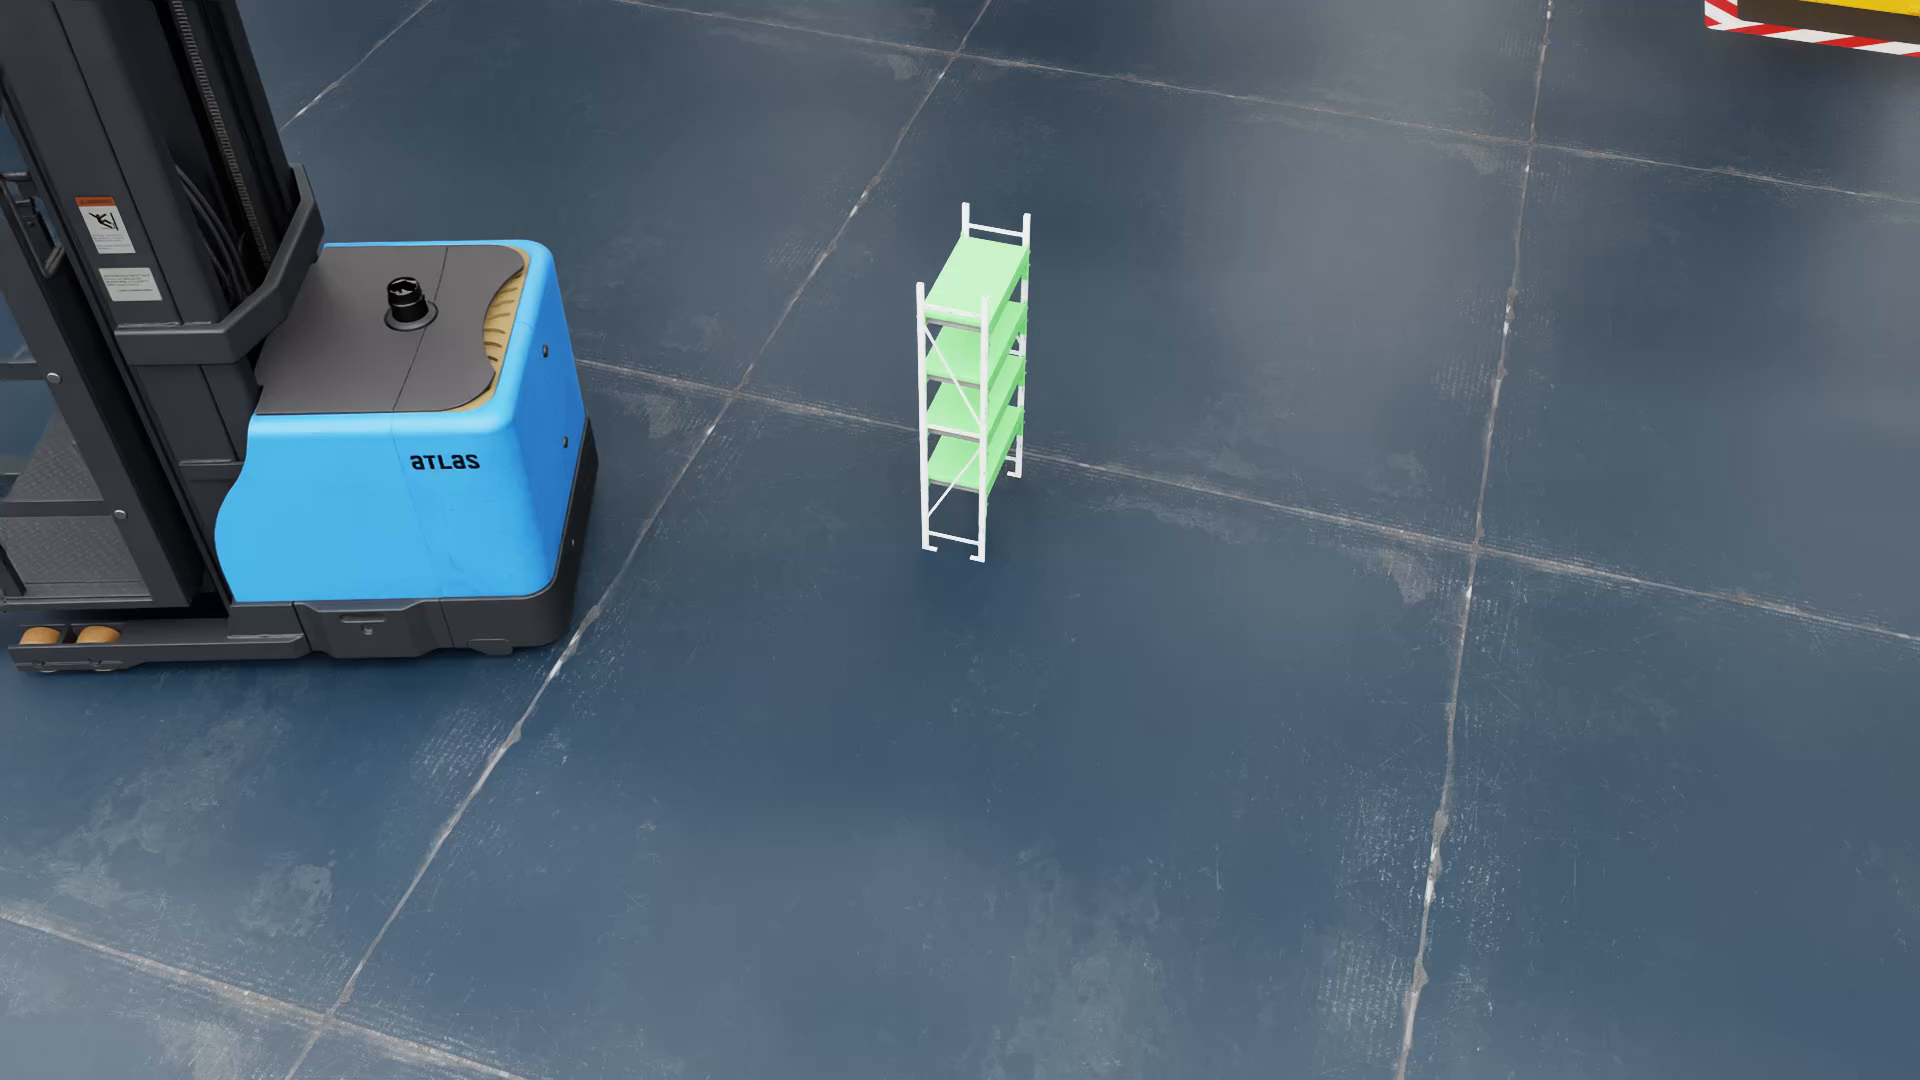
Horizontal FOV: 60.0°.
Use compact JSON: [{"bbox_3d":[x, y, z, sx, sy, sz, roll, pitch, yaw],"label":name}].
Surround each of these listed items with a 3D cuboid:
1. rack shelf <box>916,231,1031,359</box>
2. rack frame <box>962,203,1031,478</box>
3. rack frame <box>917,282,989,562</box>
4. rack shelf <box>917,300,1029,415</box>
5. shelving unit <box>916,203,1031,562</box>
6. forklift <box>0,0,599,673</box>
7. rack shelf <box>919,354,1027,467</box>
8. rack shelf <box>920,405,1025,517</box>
[{"bbox_3d":[0.050,-0.837,5.652,0.258,0.148,0.480,13,46,12],"label":"rack shelf"},{"bbox_3d":[0.124,-0.702,6.109,0.240,1.200,0.015,13,46,12],"label":"rack frame"},{"bbox_3d":[-0.024,-0.377,5.777,0.240,1.200,0.015,13,46,12],"label":"rack frame"},{"bbox_3d":[0.050,-0.665,5.820,0.258,0.148,0.480,13,46,12],"label":"rack shelf"},{"bbox_3d":[0.050,-0.539,5.943,0.258,1.200,0.503,13,46,12],"label":"shelving unit"},{"bbox_3d":[-2.903,-0.965,5.140,3.031,2.935,1.130,-1,44,-1],"label":"forklift"},{"bbox_3d":[0.050,-0.494,5.988,0.258,0.148,0.480,13,46,12],"label":"rack shelf"},{"bbox_3d":[0.050,-0.322,6.156,0.258,0.148,0.480,13,46,12],"label":"rack shelf"}]
